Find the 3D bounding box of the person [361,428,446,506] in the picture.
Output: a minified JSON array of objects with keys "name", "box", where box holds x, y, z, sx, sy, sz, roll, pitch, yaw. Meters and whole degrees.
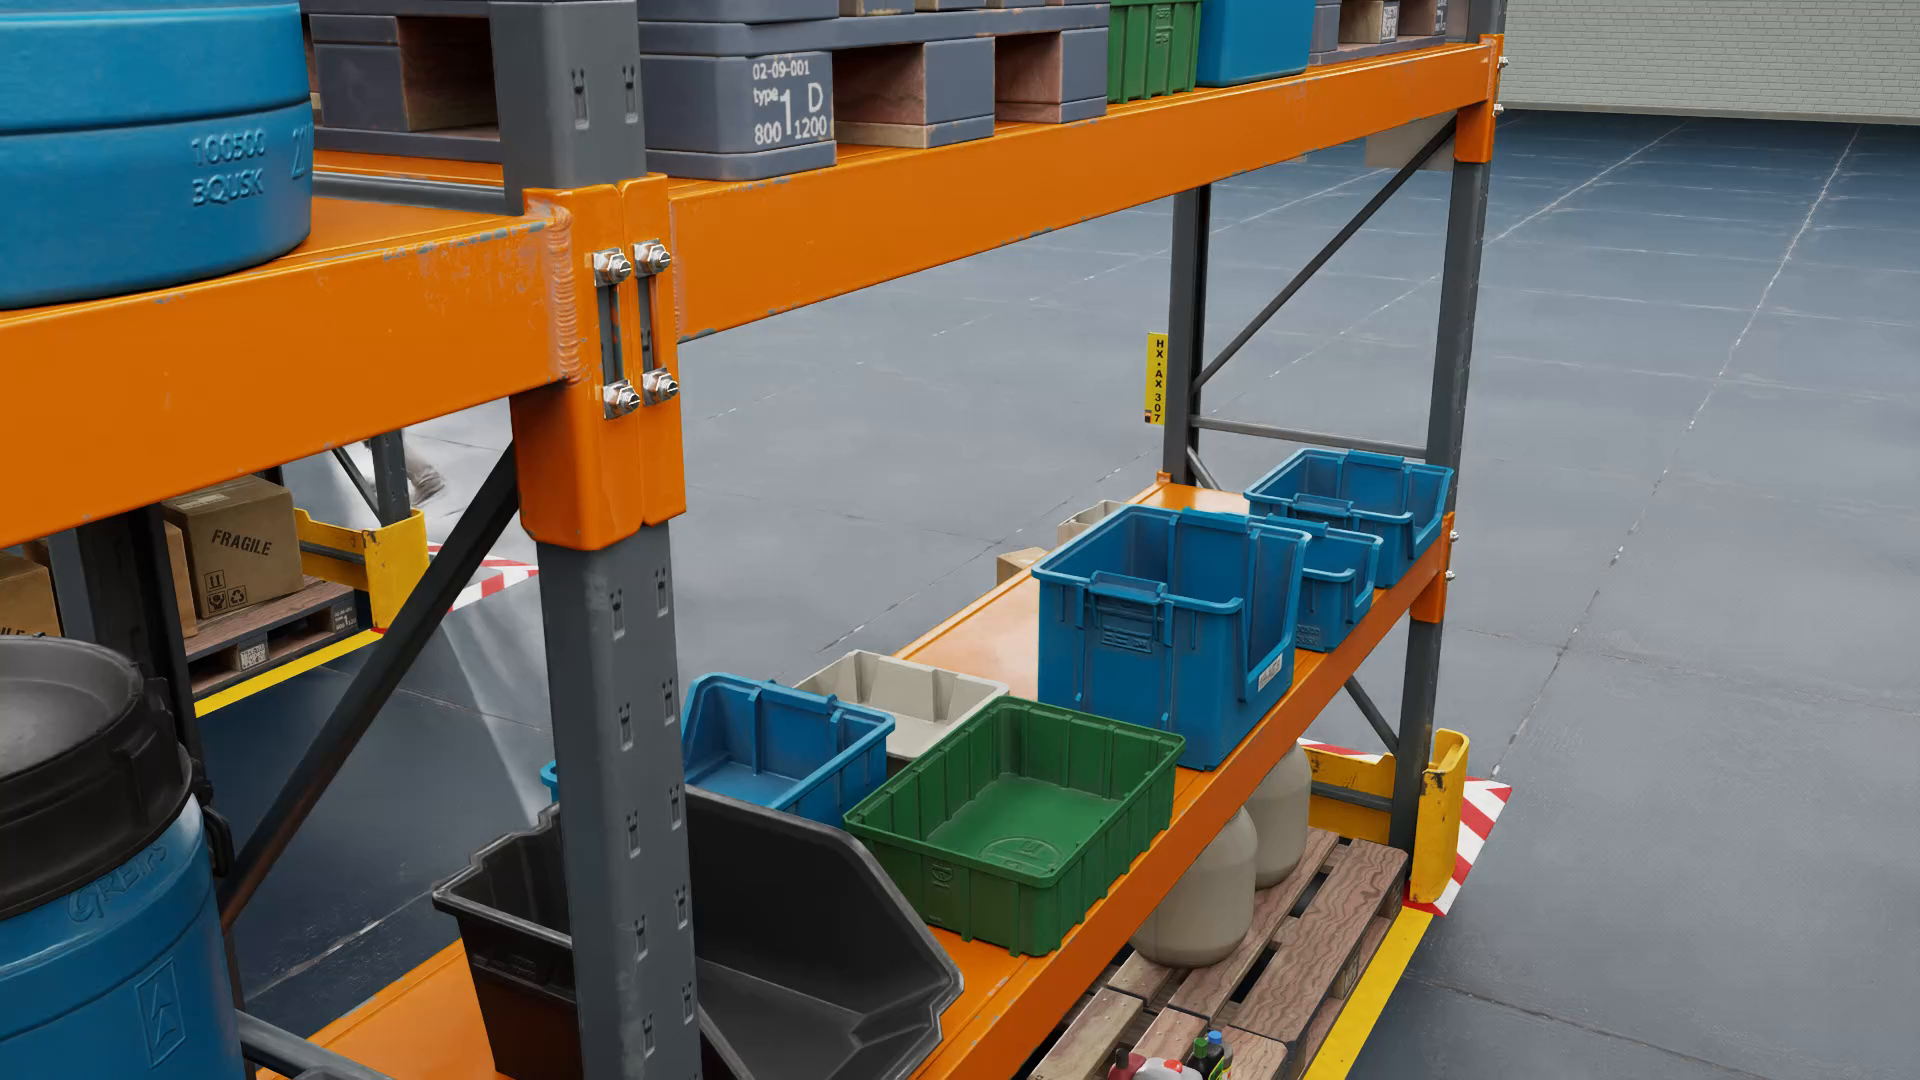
[{"name":"person","box":[-3.269,-0.999,9.410,0.904,1.736,0.580,11,22,29]}]
